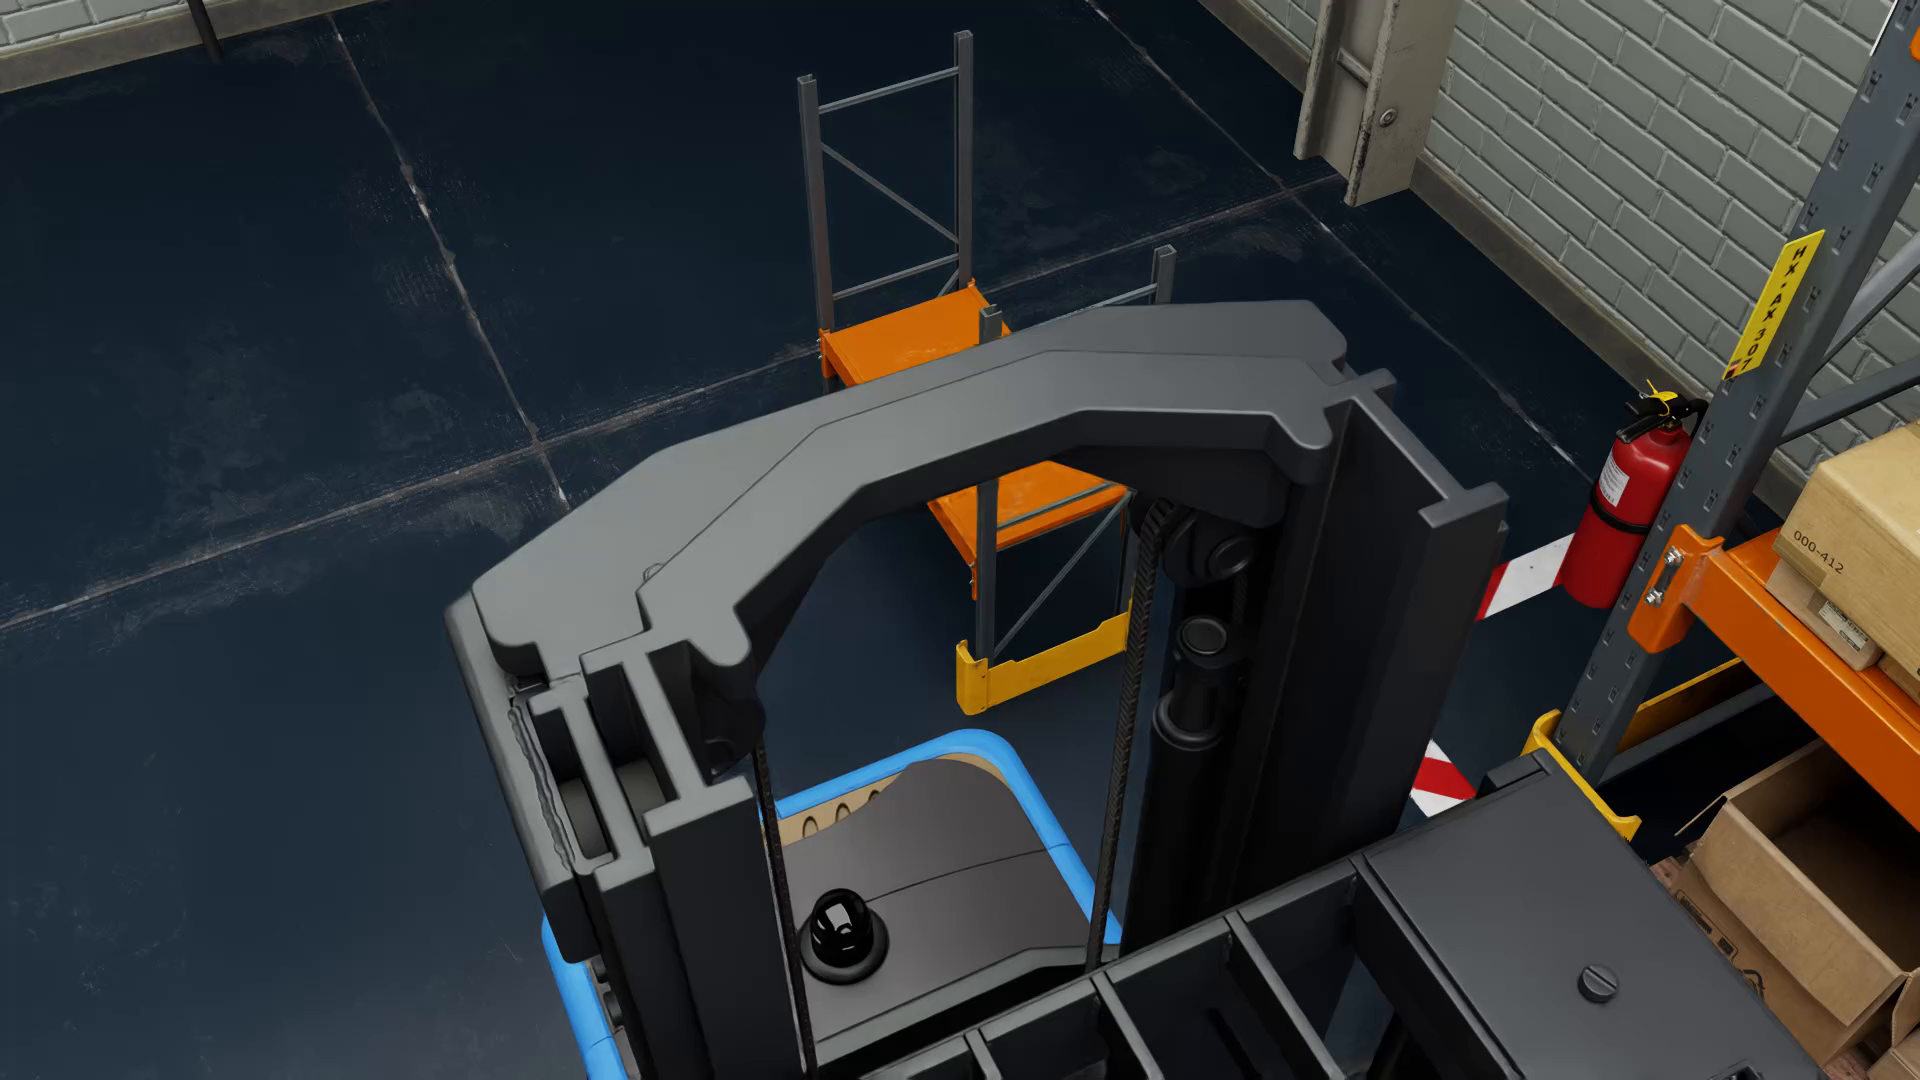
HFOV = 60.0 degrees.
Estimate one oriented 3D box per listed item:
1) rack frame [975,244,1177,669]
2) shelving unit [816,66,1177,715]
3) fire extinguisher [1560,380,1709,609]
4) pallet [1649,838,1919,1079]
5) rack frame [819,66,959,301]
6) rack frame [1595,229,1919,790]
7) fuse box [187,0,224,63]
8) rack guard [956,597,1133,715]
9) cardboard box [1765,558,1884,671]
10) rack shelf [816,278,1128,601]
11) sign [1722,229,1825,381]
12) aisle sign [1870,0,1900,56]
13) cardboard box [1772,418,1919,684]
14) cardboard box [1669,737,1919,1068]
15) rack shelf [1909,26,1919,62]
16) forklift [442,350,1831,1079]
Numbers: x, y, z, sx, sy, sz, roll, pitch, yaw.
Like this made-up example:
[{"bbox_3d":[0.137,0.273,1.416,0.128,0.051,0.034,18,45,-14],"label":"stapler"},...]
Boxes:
[{"bbox_3d":[0.272,-0.096,4.338,0.500,1.500,0.032,-21,52,-18],"label":"rack frame"},{"bbox_3d":[0.035,-0.443,4.641,0.587,1.500,1.083,-21,52,-18],"label":"shelving unit"},{"bbox_3d":[1.498,-0.121,3.662,0.296,0.674,0.183,-21,52,-18],"label":"fire extinguisher"},{"bbox_3d":[2.377,1.173,4.084,1.003,0.211,1.213,-21,52,-18],"label":"pallet"},{"bbox_3d":[-0.192,-0.777,4.934,0.475,1.308,0.013,-21,52,-18],"label":"rack frame"},{"bbox_3d":[1.973,-0.328,3.544,0.949,2.616,0.053,-21,52,-18],"label":"rack frame"},{"bbox_3d":[-3.102,-2.585,6.374,0.539,1.711,0.414,-21,52,-18],"label":"fuse box"},{"bbox_3d":[0.263,0.302,4.820,0.587,0.250,0.087,-21,52,-18],"label":"rack guard"},{"bbox_3d":[1.883,0.068,3.365,0.380,0.149,0.250,-22,52,-18],"label":"cardboard box"},{"bbox_3d":[0.039,-0.318,4.771,0.538,0.185,1.000,-21,52,-18],"label":"rack shelf"},{"bbox_3d":[1.494,-0.428,3.056,0.100,0.325,0.005,-21,52,-18],"label":"sign"},{"bbox_3d":[1.684,-1.130,2.518,0.394,0.787,0.004,-21,52,-18],"label":"aisle sign"},{"bbox_3d":[1.944,0.018,3.143,0.500,0.250,0.500,-21,52,-17],"label":"cardboard box"},{"bbox_3d":[2.172,0.796,3.940,0.797,0.503,0.637,-23,53,-19],"label":"cardboard box"},{"bbox_3d":[2.891,0.258,1.516,1.077,0.370,4.000,-21,52,-18],"label":"rack shelf"},{"bbox_3d":[0.264,1.277,2.186,1.130,2.935,3.031,-20,52,-17],"label":"forklift"}]
